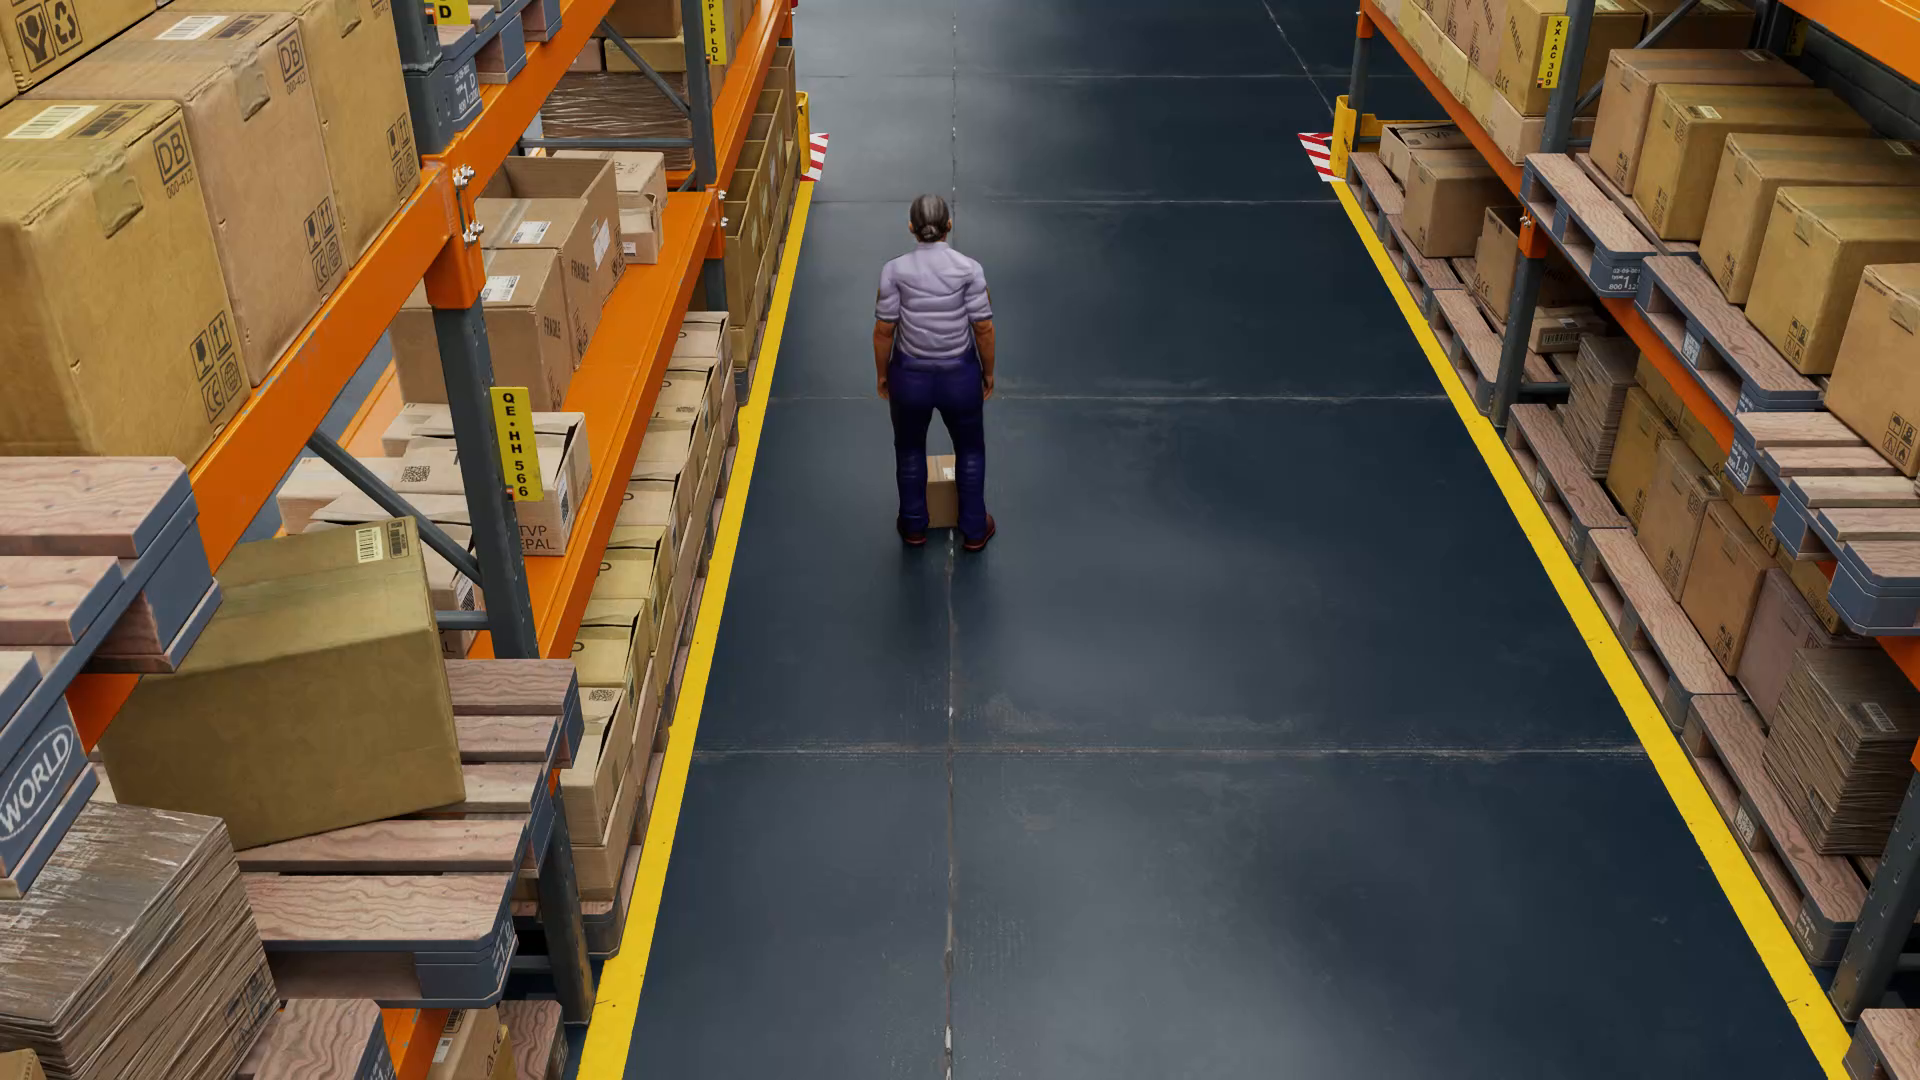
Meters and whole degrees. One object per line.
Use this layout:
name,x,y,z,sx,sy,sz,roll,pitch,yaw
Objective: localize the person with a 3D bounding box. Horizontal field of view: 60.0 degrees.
person,-0.103,-0.711,7.293,0.538,1.652,0.413,0,32,0
